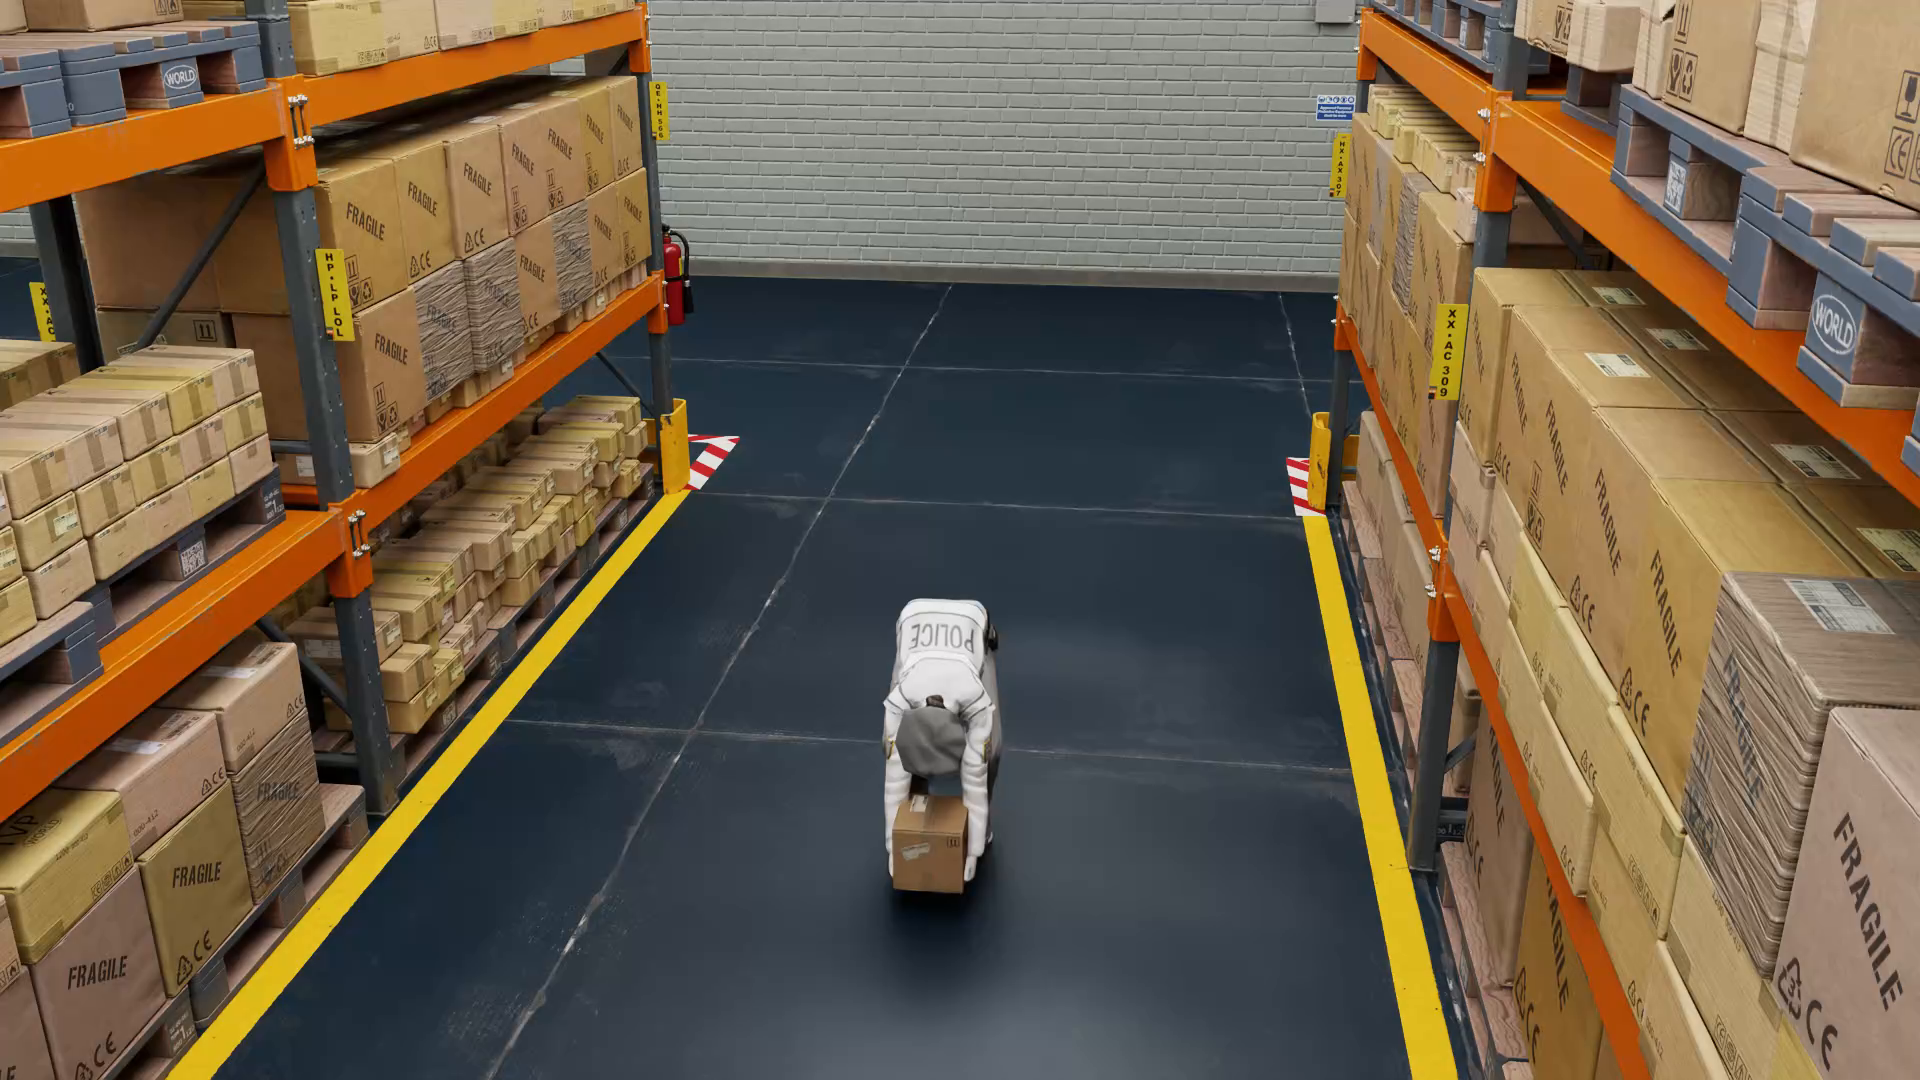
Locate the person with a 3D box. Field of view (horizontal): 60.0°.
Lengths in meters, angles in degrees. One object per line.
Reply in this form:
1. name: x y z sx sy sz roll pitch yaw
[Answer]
1. person: -0.071 0.756 6.134 0.452 0.947 0.890 1 21 4
